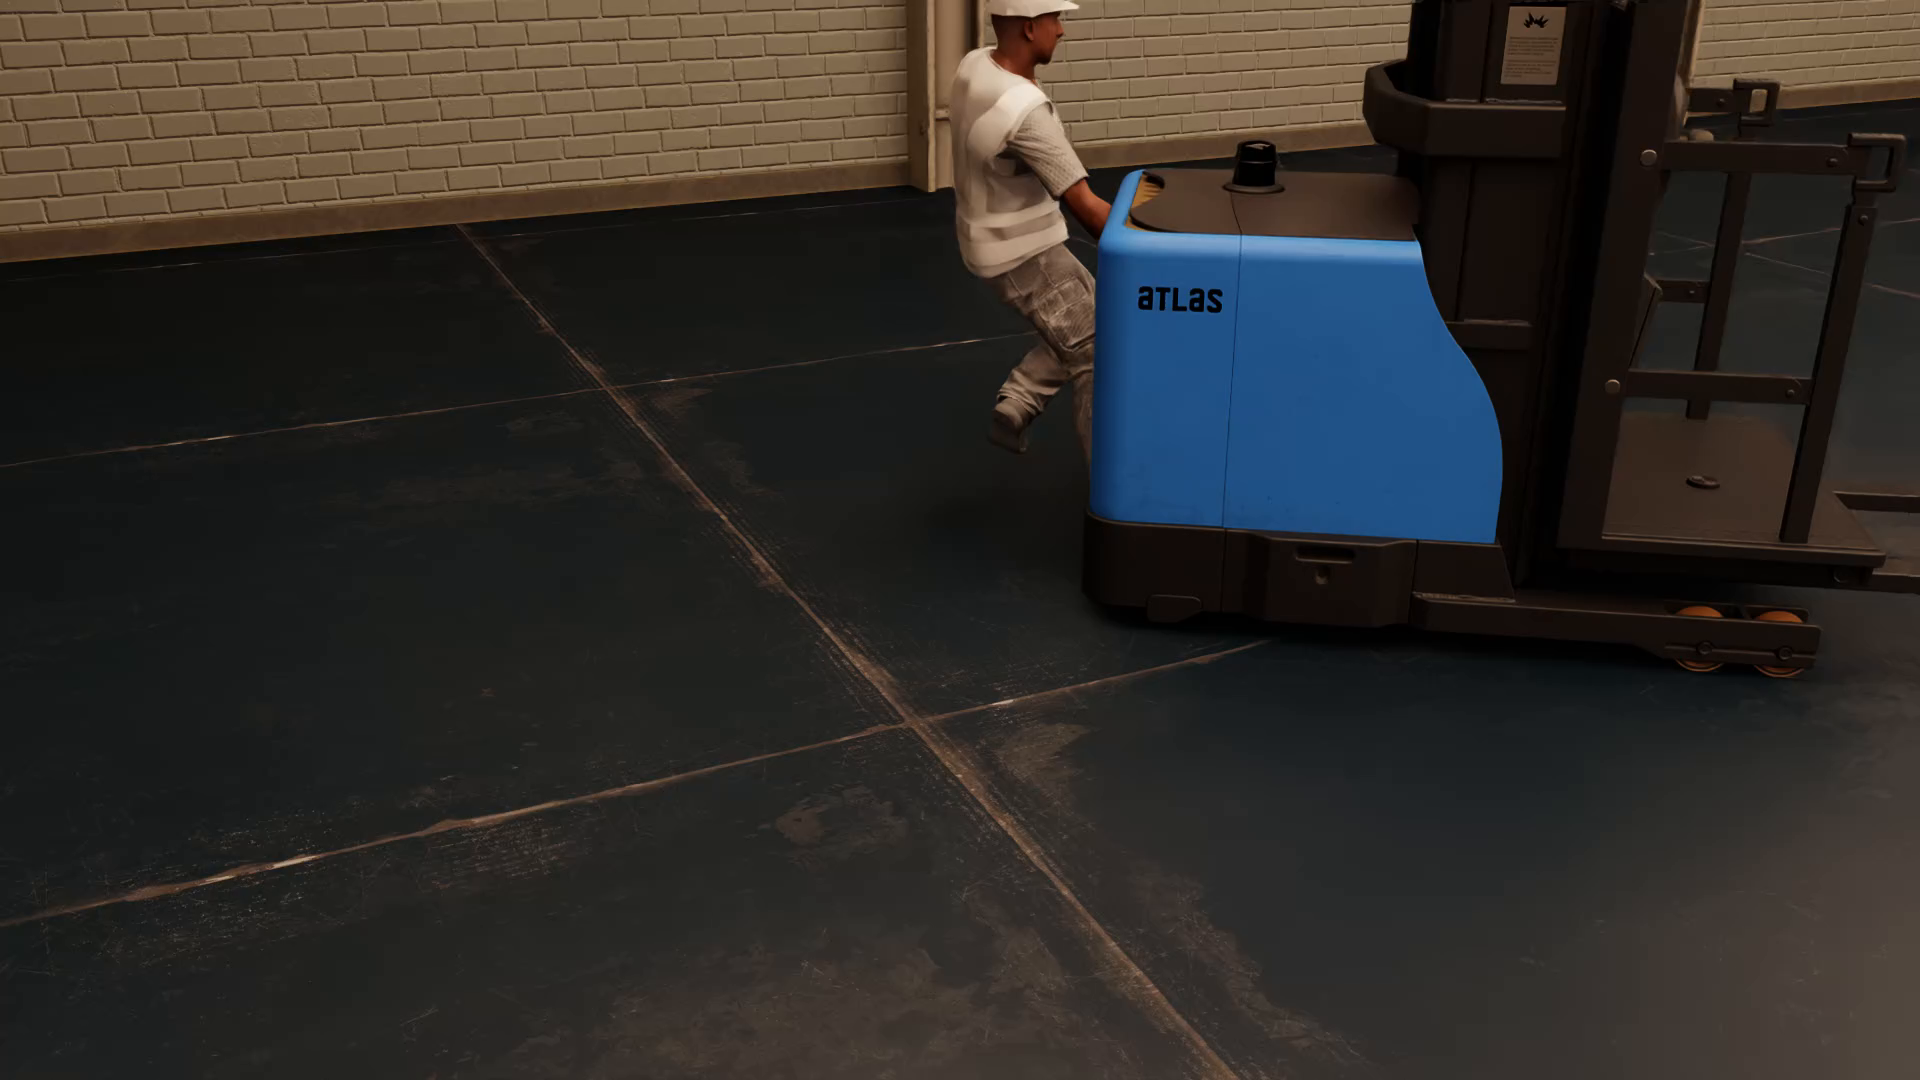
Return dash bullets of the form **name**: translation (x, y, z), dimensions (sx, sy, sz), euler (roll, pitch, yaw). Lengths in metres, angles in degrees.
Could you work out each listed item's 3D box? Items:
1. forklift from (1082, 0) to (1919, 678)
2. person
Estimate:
- **forklift**: translation (1.901, -1.221, 4.225), dimensions (3.031, 2.935, 1.130), euler (4, 23, 8)
- **person**: translation (0.347, -0.907, 5.138), dimensions (0.717, 1.672, 0.786), euler (-4, 23, -10)
